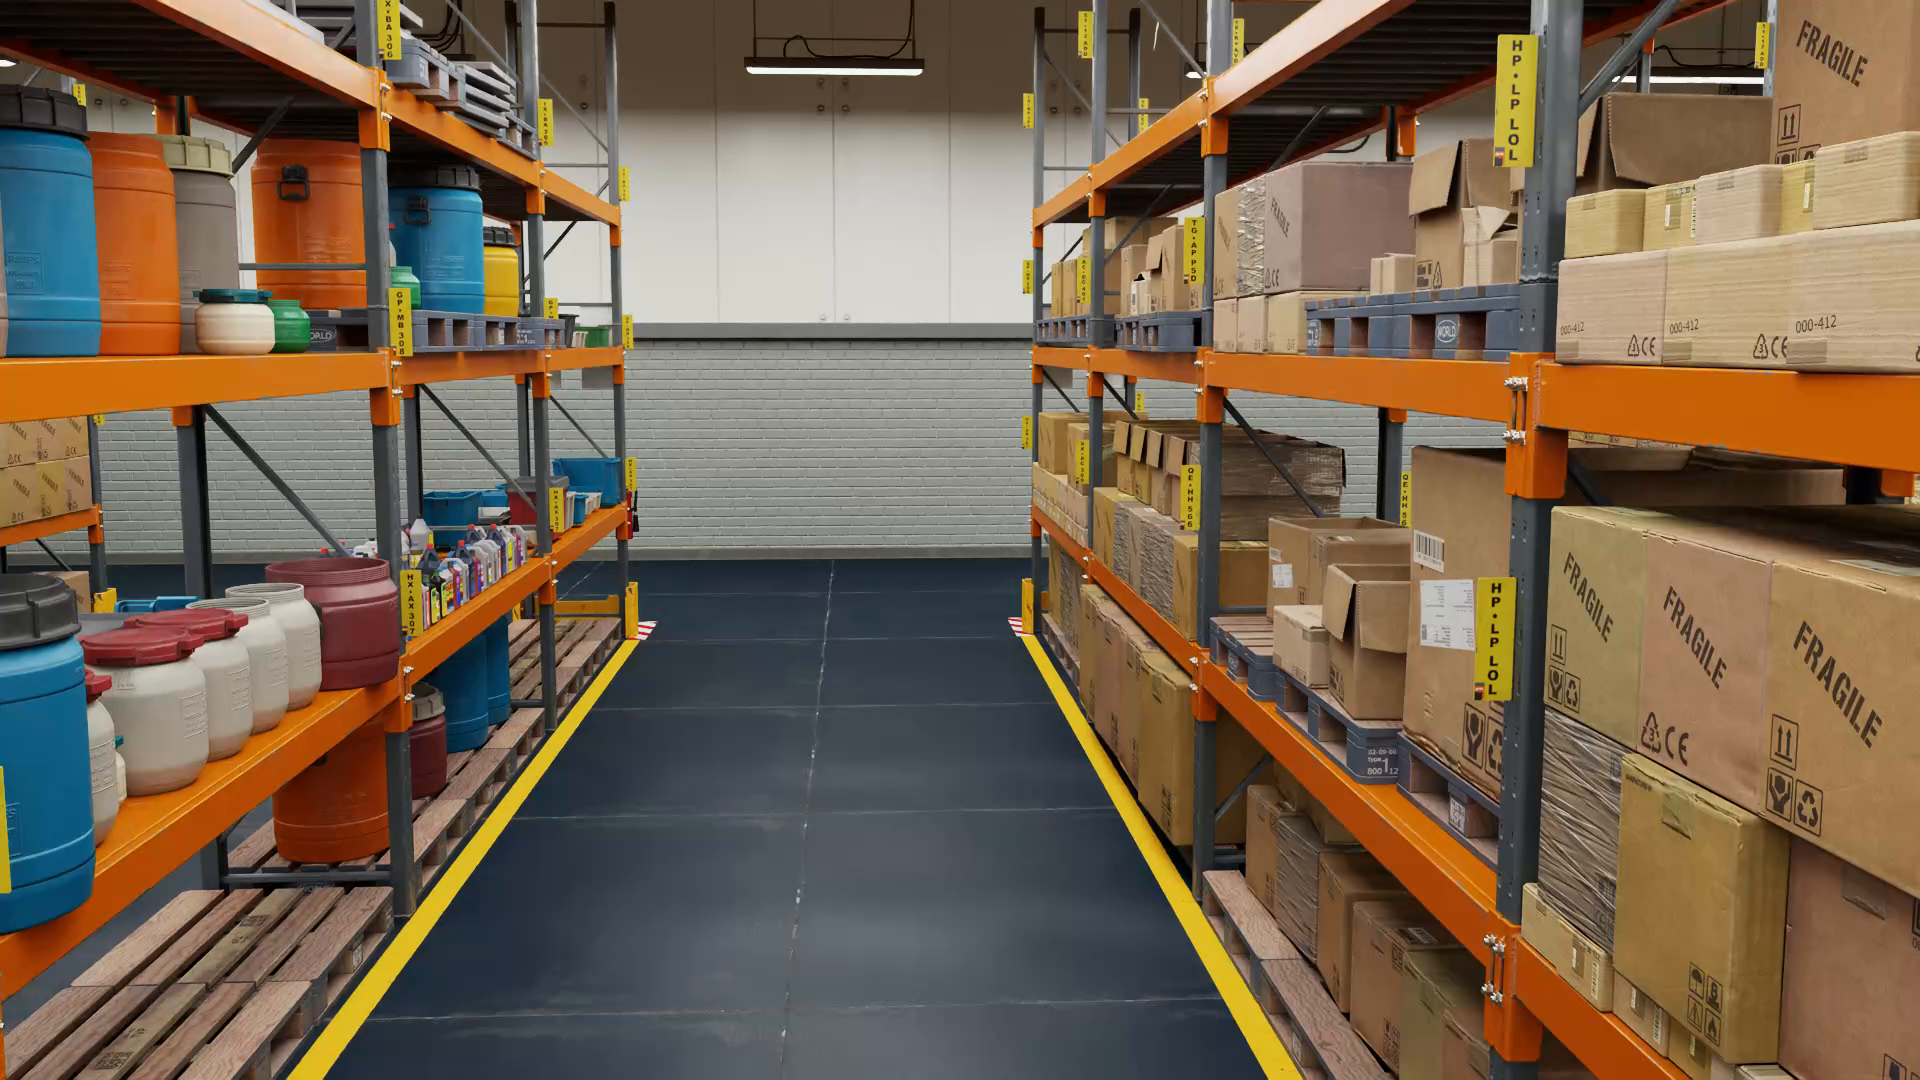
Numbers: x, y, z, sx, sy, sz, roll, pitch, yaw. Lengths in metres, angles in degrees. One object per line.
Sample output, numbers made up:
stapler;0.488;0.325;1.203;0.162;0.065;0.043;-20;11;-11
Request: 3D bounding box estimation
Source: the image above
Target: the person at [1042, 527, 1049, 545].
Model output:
person;1.067;-0.102;17.493;0.476;1.770;0.588;-1;7;-7
